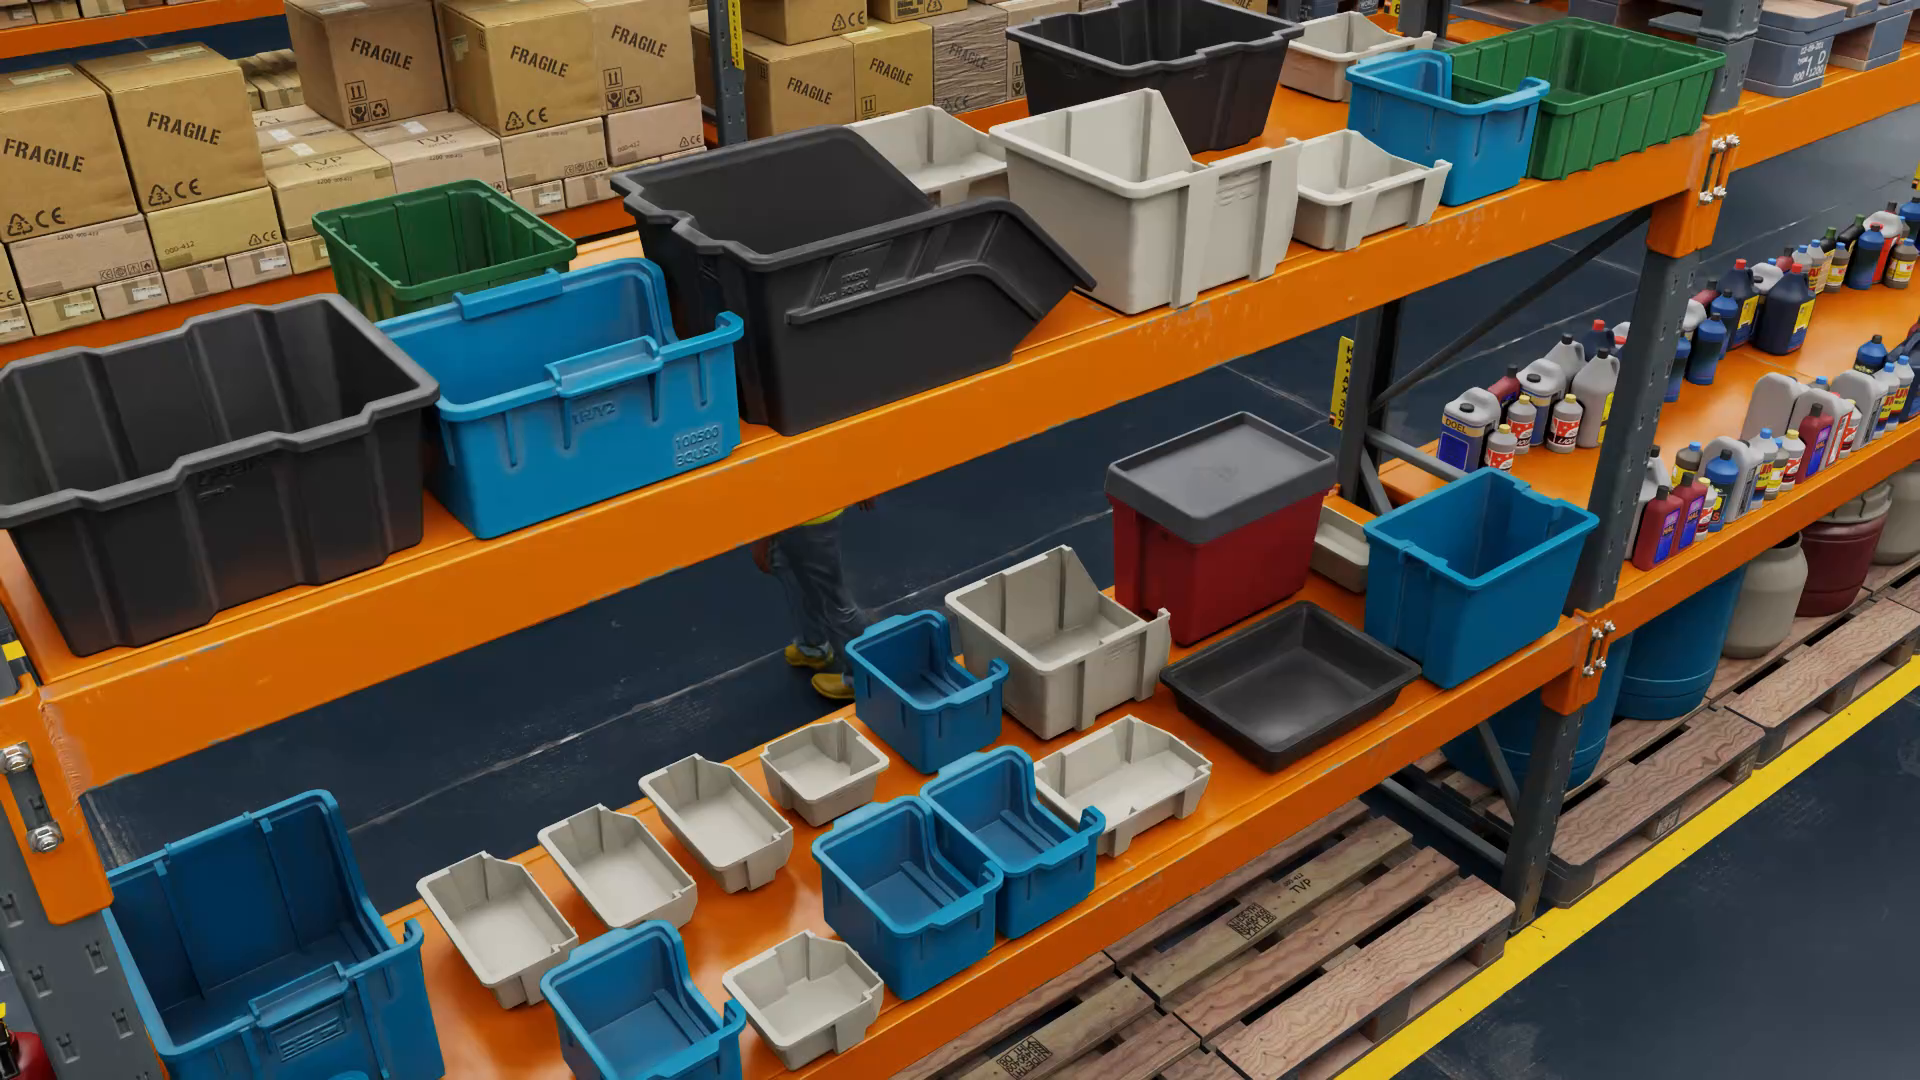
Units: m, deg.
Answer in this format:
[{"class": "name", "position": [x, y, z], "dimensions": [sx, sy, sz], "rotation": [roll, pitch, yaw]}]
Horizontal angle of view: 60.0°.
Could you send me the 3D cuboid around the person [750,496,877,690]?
[{"class": "person", "position": [-0.558, -0.168, 6.287], "dimensions": [0.566, 1.671, 0.600], "rotation": [11, 34, 16]}]
